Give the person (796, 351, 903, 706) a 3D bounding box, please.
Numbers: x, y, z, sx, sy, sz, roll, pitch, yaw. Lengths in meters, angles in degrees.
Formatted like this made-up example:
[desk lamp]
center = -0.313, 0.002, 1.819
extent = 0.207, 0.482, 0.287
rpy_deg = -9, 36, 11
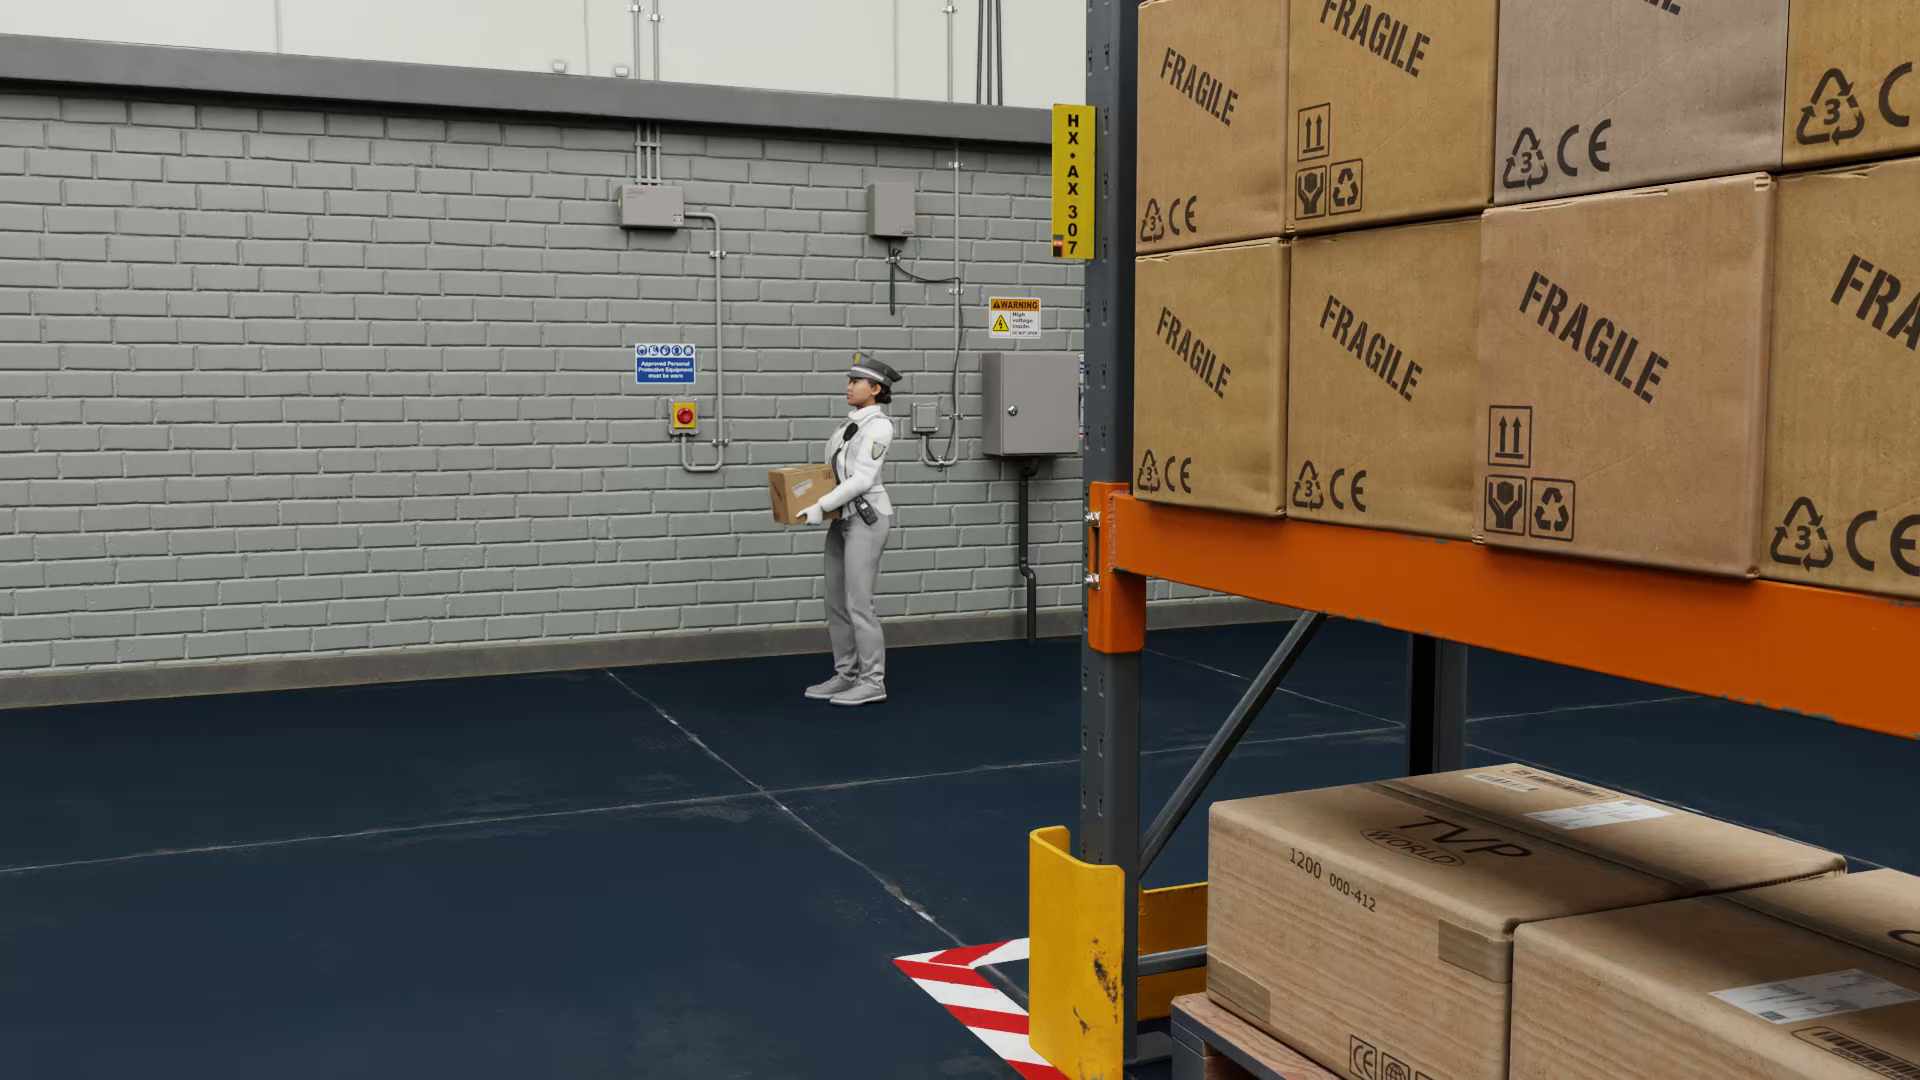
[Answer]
[person]
center = -0.560, -0.061, 8.004
extent = 0.564, 1.686, 0.460
rpy_deg = -2, 6, -23
